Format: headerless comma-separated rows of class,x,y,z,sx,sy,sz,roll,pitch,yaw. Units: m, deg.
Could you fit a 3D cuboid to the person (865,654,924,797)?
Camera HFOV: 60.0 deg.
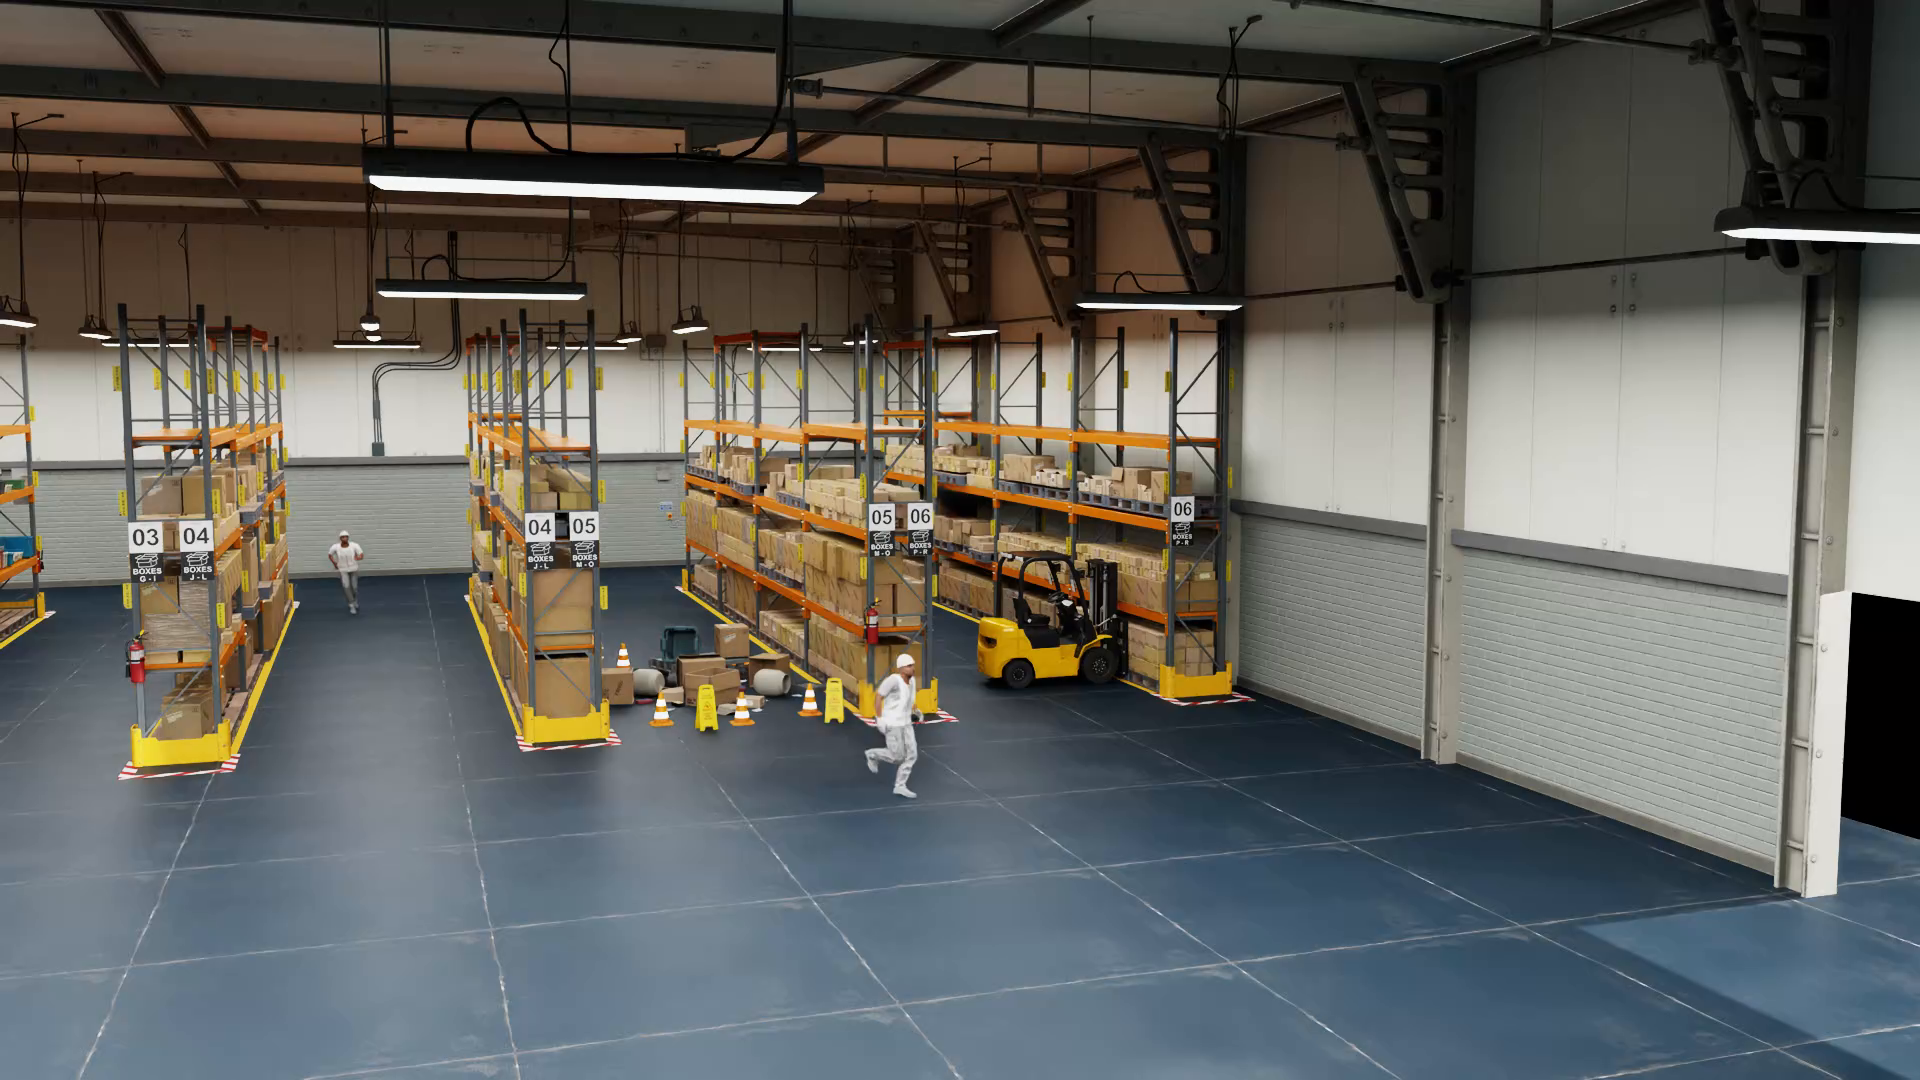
person,-0.818,2.241,20.265,0.730,1.742,0.713,4,7,34

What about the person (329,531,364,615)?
person,-13.342,0.686,36.212,0.704,1.792,0.890,-3,6,-27
